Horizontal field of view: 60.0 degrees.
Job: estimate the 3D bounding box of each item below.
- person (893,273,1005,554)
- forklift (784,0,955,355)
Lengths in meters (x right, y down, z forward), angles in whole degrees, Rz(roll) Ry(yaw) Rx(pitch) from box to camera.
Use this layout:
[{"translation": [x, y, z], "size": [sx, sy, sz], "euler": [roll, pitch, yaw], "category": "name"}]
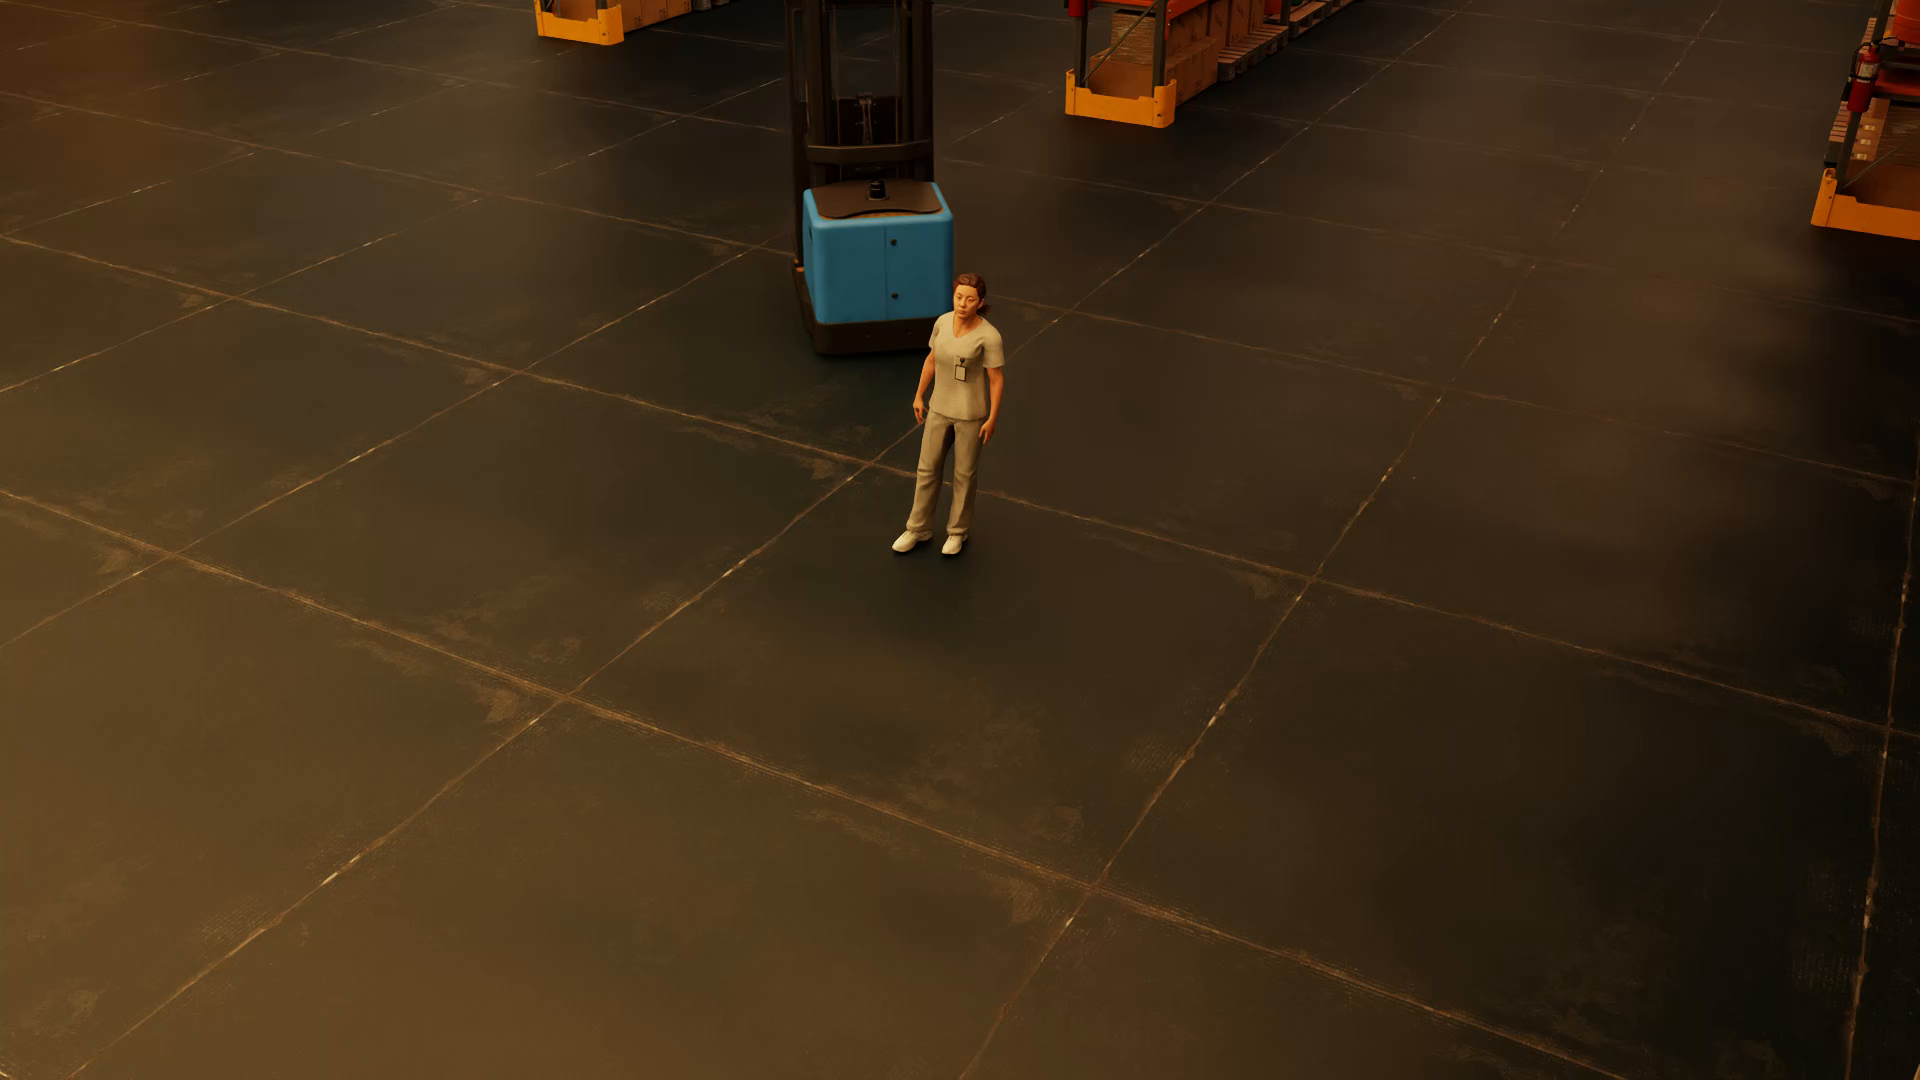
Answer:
[{"translation": [-0.047, -0.703, 9.530], "size": [0.550, 1.675, 0.549], "euler": [15, 33, 25], "category": "person"}, {"translation": [-0.790, -3.351, 12.876], "size": [1.130, 2.935, 3.031], "euler": [-5, 30, -9], "category": "forklift"}]
